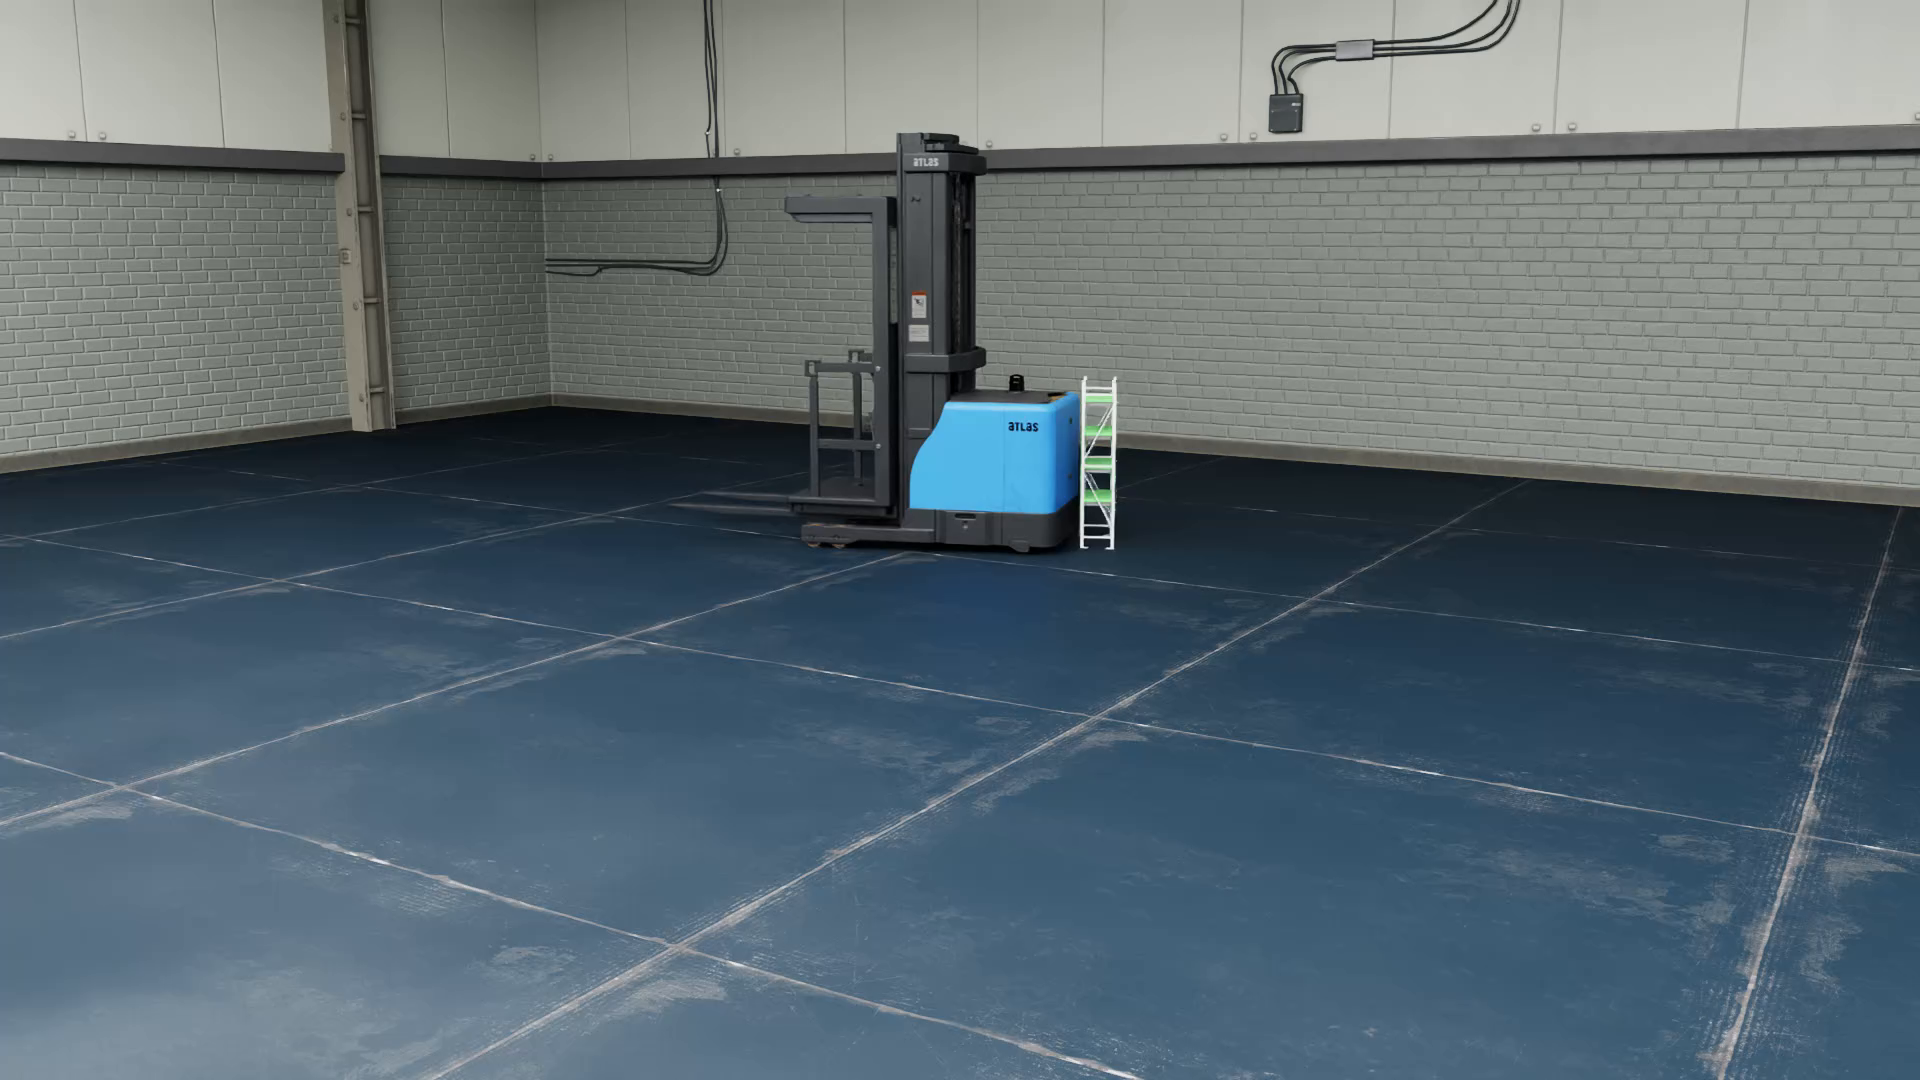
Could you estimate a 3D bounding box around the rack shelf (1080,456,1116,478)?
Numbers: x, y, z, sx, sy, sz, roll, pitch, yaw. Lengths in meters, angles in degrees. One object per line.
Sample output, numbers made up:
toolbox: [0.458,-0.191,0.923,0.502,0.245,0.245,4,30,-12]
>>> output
rack shelf: [1.014,-0.508,12.168,0.258,0.148,0.480,1,11,5]

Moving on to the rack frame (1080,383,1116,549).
rack frame: [0.991,-0.526,11.918,0.240,1.200,0.015,1,11,5]

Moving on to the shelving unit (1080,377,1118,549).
shelving unit: [1.014,-0.571,12.157,0.258,1.200,0.503,1,11,5]

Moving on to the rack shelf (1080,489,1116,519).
rack shelf: [1.014,-0.272,12.213,0.258,0.148,0.480,1,11,5]

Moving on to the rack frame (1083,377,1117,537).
rack frame: [1.037,-0.616,12.395,0.240,1.200,0.015,1,11,5]

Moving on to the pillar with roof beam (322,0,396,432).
pillar with roof beam: [-3.093,-5.292,16.184,9.100,9.000,0.400,6,12,31]

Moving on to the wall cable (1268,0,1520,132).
wall cable: [3.993,-6.803,15.010,2.305,6.003,0.169,6,12,31]

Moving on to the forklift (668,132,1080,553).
forklift: [-0.667,-1.476,12.288,3.031,2.935,1.130,3,11,15]

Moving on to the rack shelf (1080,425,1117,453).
rack shelf: [1.014,-0.744,12.124,0.258,0.148,0.480,1,11,5]

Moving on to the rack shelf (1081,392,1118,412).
rack shelf: [1.014,-0.980,12.080,0.258,0.148,0.480,1,11,5]

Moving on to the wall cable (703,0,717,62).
wall cable: [-1.801,-6.738,18.621,3.097,2.526,0.112,6,12,31]

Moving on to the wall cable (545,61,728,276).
wall cable: [-4.113,-4.514,20.466,3.097,2.526,0.112,6,12,31]
